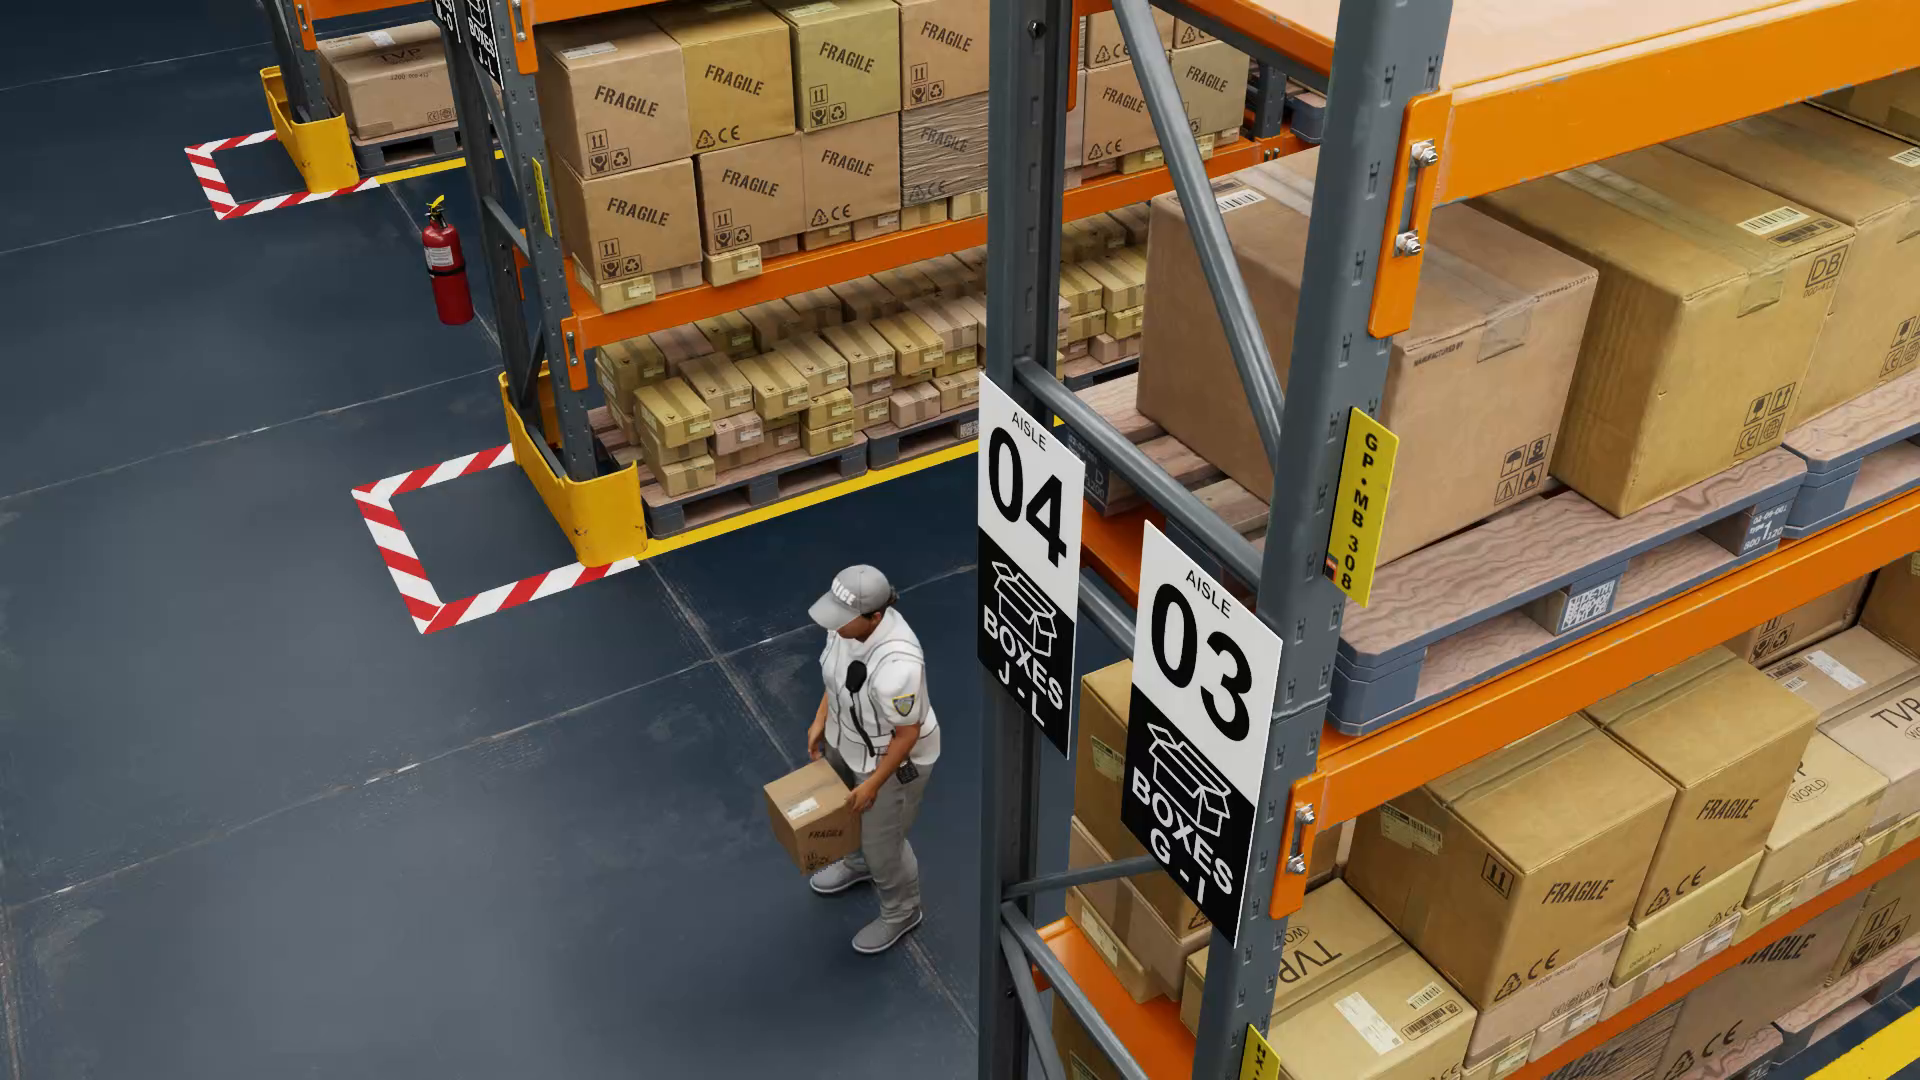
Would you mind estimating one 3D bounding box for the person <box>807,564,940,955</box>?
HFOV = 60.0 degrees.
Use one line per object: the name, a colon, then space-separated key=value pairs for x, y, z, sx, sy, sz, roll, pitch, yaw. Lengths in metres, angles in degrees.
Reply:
person: x=-0.314 y=0.744 z=5.930 sx=0.424 sy=1.671 sz=0.519 roll=-20 pitch=41 yaw=-25
